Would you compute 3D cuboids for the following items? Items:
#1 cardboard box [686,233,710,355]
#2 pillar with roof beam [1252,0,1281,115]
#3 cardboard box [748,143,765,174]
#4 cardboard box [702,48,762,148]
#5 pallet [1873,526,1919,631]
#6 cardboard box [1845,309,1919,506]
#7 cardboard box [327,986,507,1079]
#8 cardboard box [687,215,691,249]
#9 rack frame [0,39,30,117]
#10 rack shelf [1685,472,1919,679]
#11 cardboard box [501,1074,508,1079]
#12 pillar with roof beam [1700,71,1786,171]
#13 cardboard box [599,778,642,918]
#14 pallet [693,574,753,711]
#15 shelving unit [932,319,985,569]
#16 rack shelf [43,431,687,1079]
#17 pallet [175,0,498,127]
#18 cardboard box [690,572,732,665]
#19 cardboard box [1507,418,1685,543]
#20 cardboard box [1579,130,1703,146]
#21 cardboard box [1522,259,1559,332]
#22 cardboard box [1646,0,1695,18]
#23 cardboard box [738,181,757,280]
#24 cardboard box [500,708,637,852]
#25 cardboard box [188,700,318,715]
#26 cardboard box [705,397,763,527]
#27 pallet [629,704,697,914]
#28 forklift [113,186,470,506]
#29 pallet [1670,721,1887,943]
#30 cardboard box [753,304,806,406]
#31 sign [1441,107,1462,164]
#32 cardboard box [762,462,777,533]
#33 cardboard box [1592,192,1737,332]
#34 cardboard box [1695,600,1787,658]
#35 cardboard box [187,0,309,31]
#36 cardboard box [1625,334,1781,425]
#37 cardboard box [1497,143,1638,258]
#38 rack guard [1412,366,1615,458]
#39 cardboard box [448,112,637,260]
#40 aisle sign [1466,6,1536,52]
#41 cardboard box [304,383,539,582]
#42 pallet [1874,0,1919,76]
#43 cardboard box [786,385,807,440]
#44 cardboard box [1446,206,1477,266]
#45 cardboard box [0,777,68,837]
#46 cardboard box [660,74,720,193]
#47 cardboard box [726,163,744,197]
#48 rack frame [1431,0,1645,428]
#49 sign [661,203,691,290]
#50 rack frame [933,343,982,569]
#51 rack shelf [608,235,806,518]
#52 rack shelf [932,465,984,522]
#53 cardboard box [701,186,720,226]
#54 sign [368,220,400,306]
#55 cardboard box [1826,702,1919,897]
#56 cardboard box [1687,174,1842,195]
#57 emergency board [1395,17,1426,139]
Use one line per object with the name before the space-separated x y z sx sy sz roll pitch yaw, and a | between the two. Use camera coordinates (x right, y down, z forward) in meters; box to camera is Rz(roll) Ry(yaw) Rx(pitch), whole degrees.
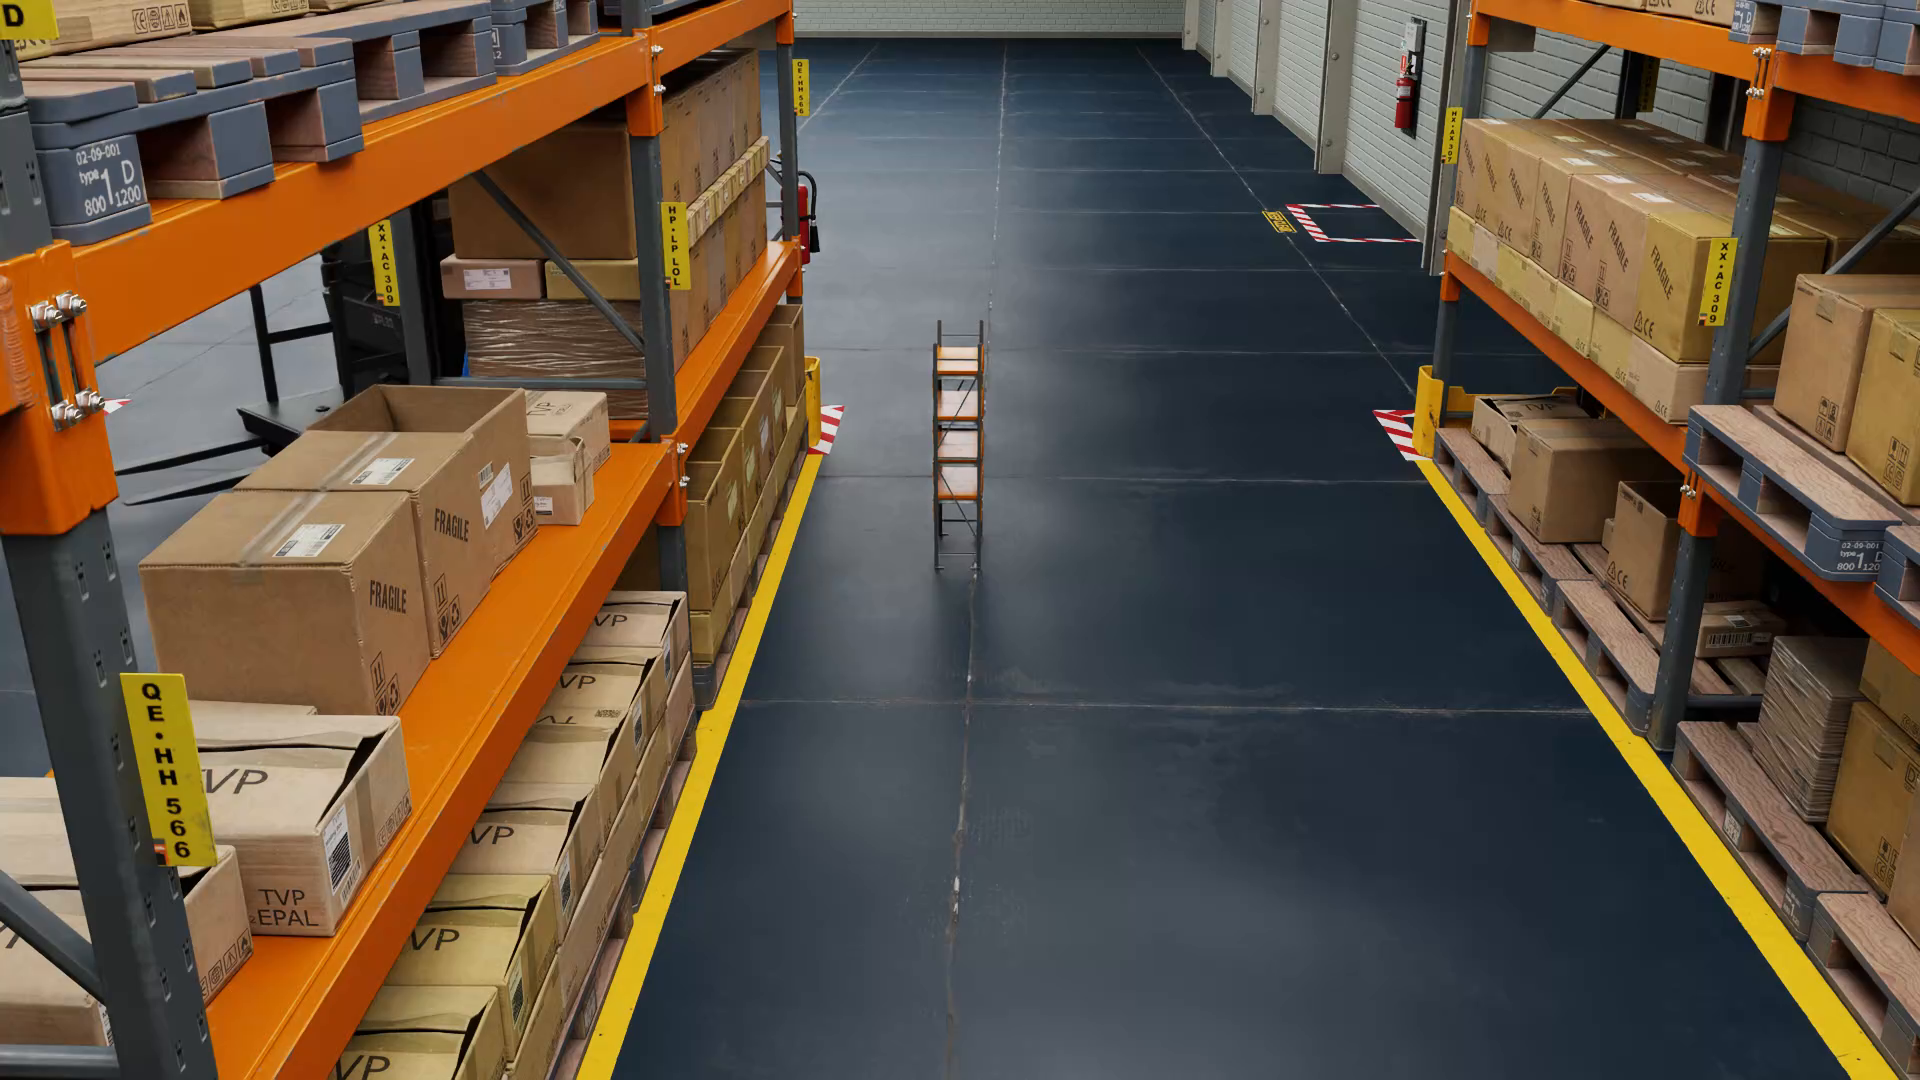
cardboard box | -1.573 -1.177 7.777 0.700 0.500 0.500 1 21 2
pillar with roof beam | 0.552 -11.081 25.146 9.100 9.000 0.400 1 21 2
cardboard box | -1.315 -2.158 9.409 0.380 0.149 0.250 1 21 3
cardboard box | -1.515 -2.508 9.413 0.700 0.500 0.500 1 21 2
pallet | 3.241 0.275 4.439 1.003 0.211 1.213 1 21 2
cardboard box | 3.269 -0.411 5.194 0.700 0.500 0.500 3 21 7
cardboard box | -1.413 1.297 3.985 0.500 0.311 0.500 0 21 0
cardboard box | -1.387 -1.321 7.251 0.380 0.149 0.250 0 21 1
rack frame | -1.730 -1.948 1.610 1.000 3.000 0.127 1 21 2
rack shelf | 3.282 0.514 4.552 1.077 0.370 4.000 1 21 2
cardboard box | -1.406 1.567 4.065 0.500 0.250 0.500 0 21 0
pillar with roof beam | 0.005 -4.572 8.373 9.100 9.000 0.400 1 21 2
cardboard box | -1.364 1.009 5.501 0.500 0.250 0.500 1 21 3
pallet | -1.542 0.415 7.667 1.003 0.211 1.213 1 21 2
shelving unit | -0.005 -0.500 8.658 0.258 1.200 0.503 1 21 2
rack shelf | -1.669 0.461 4.689 1.077 0.370 4.000 1 21 2
pallet | -1.768 -1.113 3.864 1.003 0.211 1.213 2 21 4
cardboard box | -1.291 0.324 7.268 0.500 0.250 0.500 1 21 2
cardboard box | 3.264 -0.311 8.530 0.700 0.500 0.500 -1 21 -2
cardboard box | 3.638 -1.925 8.987 0.500 0.500 0.500 1 21 2
cardboard box | 3.092 -1.203 8.161 0.500 0.250 0.500 1 21 2
cardboard box | 3.139 -2.367 6.670 0.500 0.500 0.500 -1 21 -3
cardboard box | -1.525 -1.732 9.208 0.700 0.500 0.500 1 21 3
cardboard box | -1.361 0.745 5.407 0.500 0.311 0.500 1 21 1
cardboard box | -1.748 0.504 3.931 0.380 0.149 0.250 2 21 6
cardboard box | -1.251 -0.387 8.064 0.500 0.500 0.500 1 21 2
pallet | -1.592 0.969 6.239 1.003 0.211 1.213 1 21 2
forklift | -3.682 -1.832 9.700 1.130 2.935 3.031 18 28 39
pallet | 3.321 1.037 6.065 1.003 0.211 1.213 1 21 2
cardboard box | -1.206 -1.110 9.928 0.500 0.500 0.500 1 21 2
sign | 2.922 -2.400 9.872 0.100 0.325 0.005 1 21 2
cardboard box | -1.241 -0.218 8.665 0.500 0.250 0.500 1 21 2
cardboard box | 3.058 -1.188 7.088 0.500 0.500 0.500 1 21 1
cardboard box | 3.329 0.377 7.218 0.380 0.166 0.250 -2 21 -5
cardboard box | -1.746 -1.237 3.550 0.500 0.250 0.500 0 21 1
cardboard box | 3.054 -0.659 6.759 0.500 0.250 0.500 1 21 2
cardboard box | 3.103 -1.745 8.523 0.500 0.500 0.500 0 21 0
rack guard | 3.462 -0.798 10.394 1.175 0.500 0.348 1 21 2
cardboard box | -1.601 -1.410 6.584 0.700 0.500 0.500 1 21 2
aisle sign | 3.167 -3.232 9.618 0.394 0.787 0.004 1 21 2
cardboard box | -1.664 -0.176 5.199 0.500 0.500 0.500 2 21 6
pallet | 3.189 -1.258 4.238 1.213 0.211 1.003 1 21 2
cardboard box | -1.208 -0.761 10.063 0.500 0.250 0.500 1 21 2
cardboard box | 3.132 -1.757 9.591 0.500 0.250 0.500 0 21 0
cardboard box | -1.979 0.637 3.587 0.380 0.149 0.250 1 21 2
cardboard box | -1.556 -1.954 7.987 0.700 0.500 0.500 1 21 2
cardboard box | -1.340 -1.880 8.692 0.380 0.149 0.250 1 21 3
rack frame | 3.465 -1.991 10.013 1.000 3.000 0.127 1 21 2
sign | -1.066 -1.098 6.221 0.100 0.325 0.005 1 21 2
rack frame | -0.012 -0.411 8.430 0.240 1.200 0.015 1 21 2
rack shelf | -1.548 -0.985 8.417 1.077 0.370 4.000 1 21 2
rack shelf | -0.005 -0.252 8.754 0.258 0.148 0.480 1 21 2
cardboard box | -1.363 -1.602 7.976 0.380 0.149 0.250 0 21 1
sign | -2.163 -1.044 6.266 0.100 0.325 0.005 1 21 2
cardboard box | 3.372 0.869 5.489 0.700 0.500 0.500 0 21 1
cardboard box | 3.606 -1.368 7.552 0.500 0.500 0.500 1 21 3
emergency board | 4.604 -4.791 17.229 0.194 1.169 0.643 1 21 2
